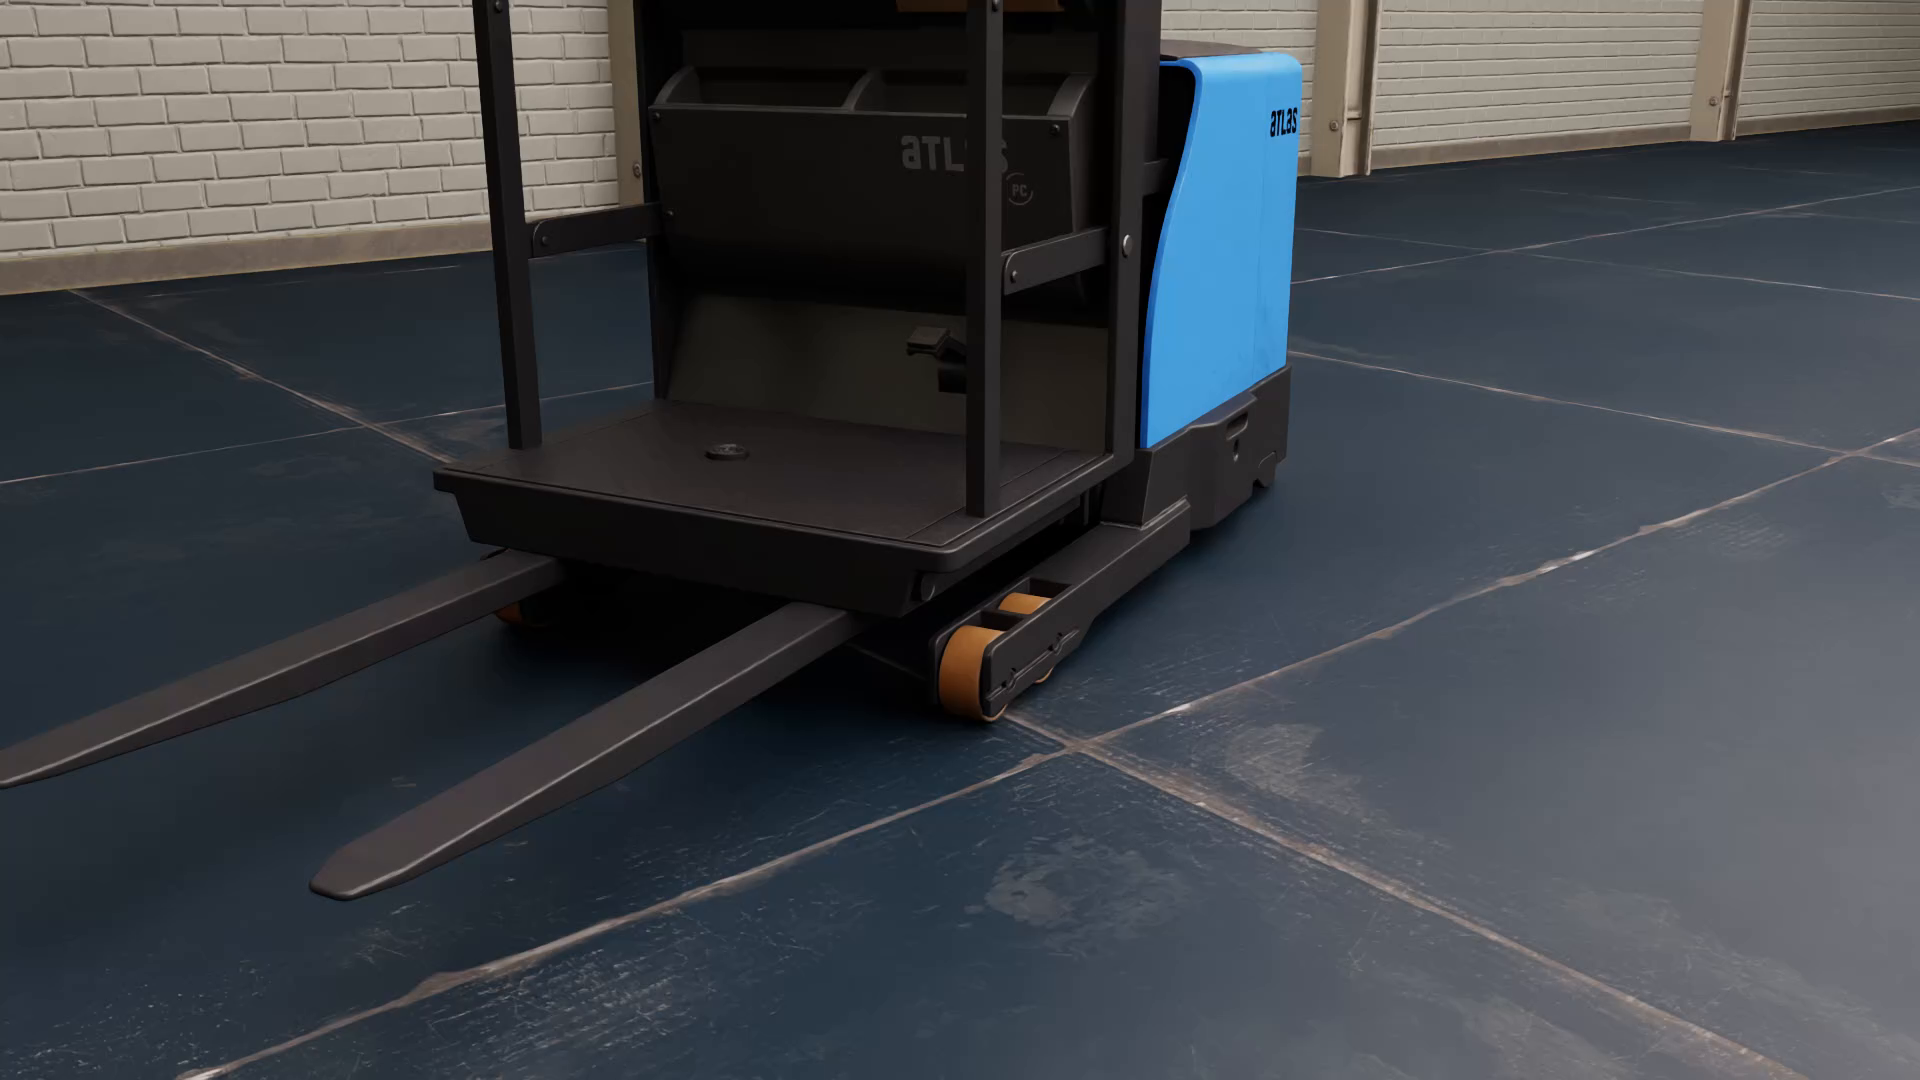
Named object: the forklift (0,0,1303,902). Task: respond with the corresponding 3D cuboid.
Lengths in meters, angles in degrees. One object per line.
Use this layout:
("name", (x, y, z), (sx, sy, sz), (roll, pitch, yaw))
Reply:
("forklift", (-0.280, -1.237, 2.895), (1.130, 2.935, 3.031), (9, 19, 26))
